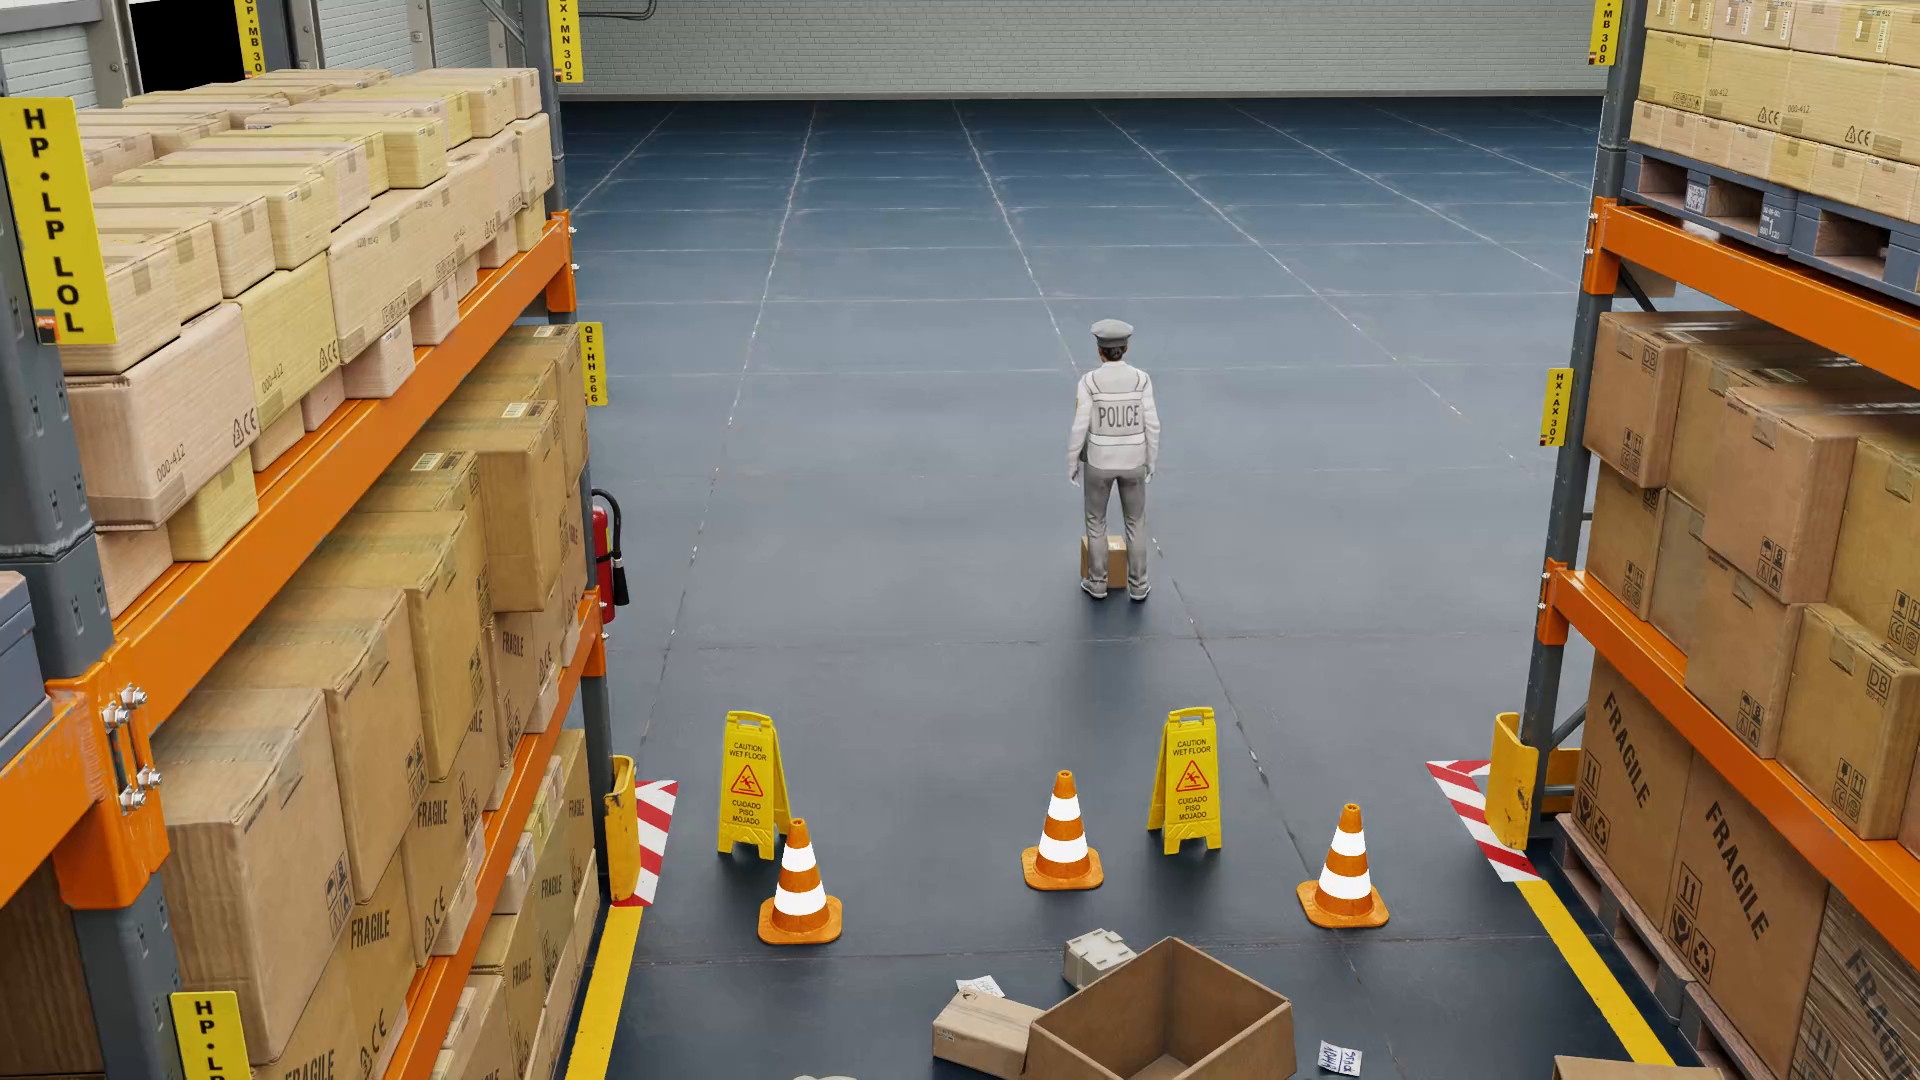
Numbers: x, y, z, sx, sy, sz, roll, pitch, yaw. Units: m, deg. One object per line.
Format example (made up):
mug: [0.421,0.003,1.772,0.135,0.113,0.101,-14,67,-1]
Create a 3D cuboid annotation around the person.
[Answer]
person: [0.896,-0.450,9.771,0.547,1.667,0.409,-2,21,-6]
